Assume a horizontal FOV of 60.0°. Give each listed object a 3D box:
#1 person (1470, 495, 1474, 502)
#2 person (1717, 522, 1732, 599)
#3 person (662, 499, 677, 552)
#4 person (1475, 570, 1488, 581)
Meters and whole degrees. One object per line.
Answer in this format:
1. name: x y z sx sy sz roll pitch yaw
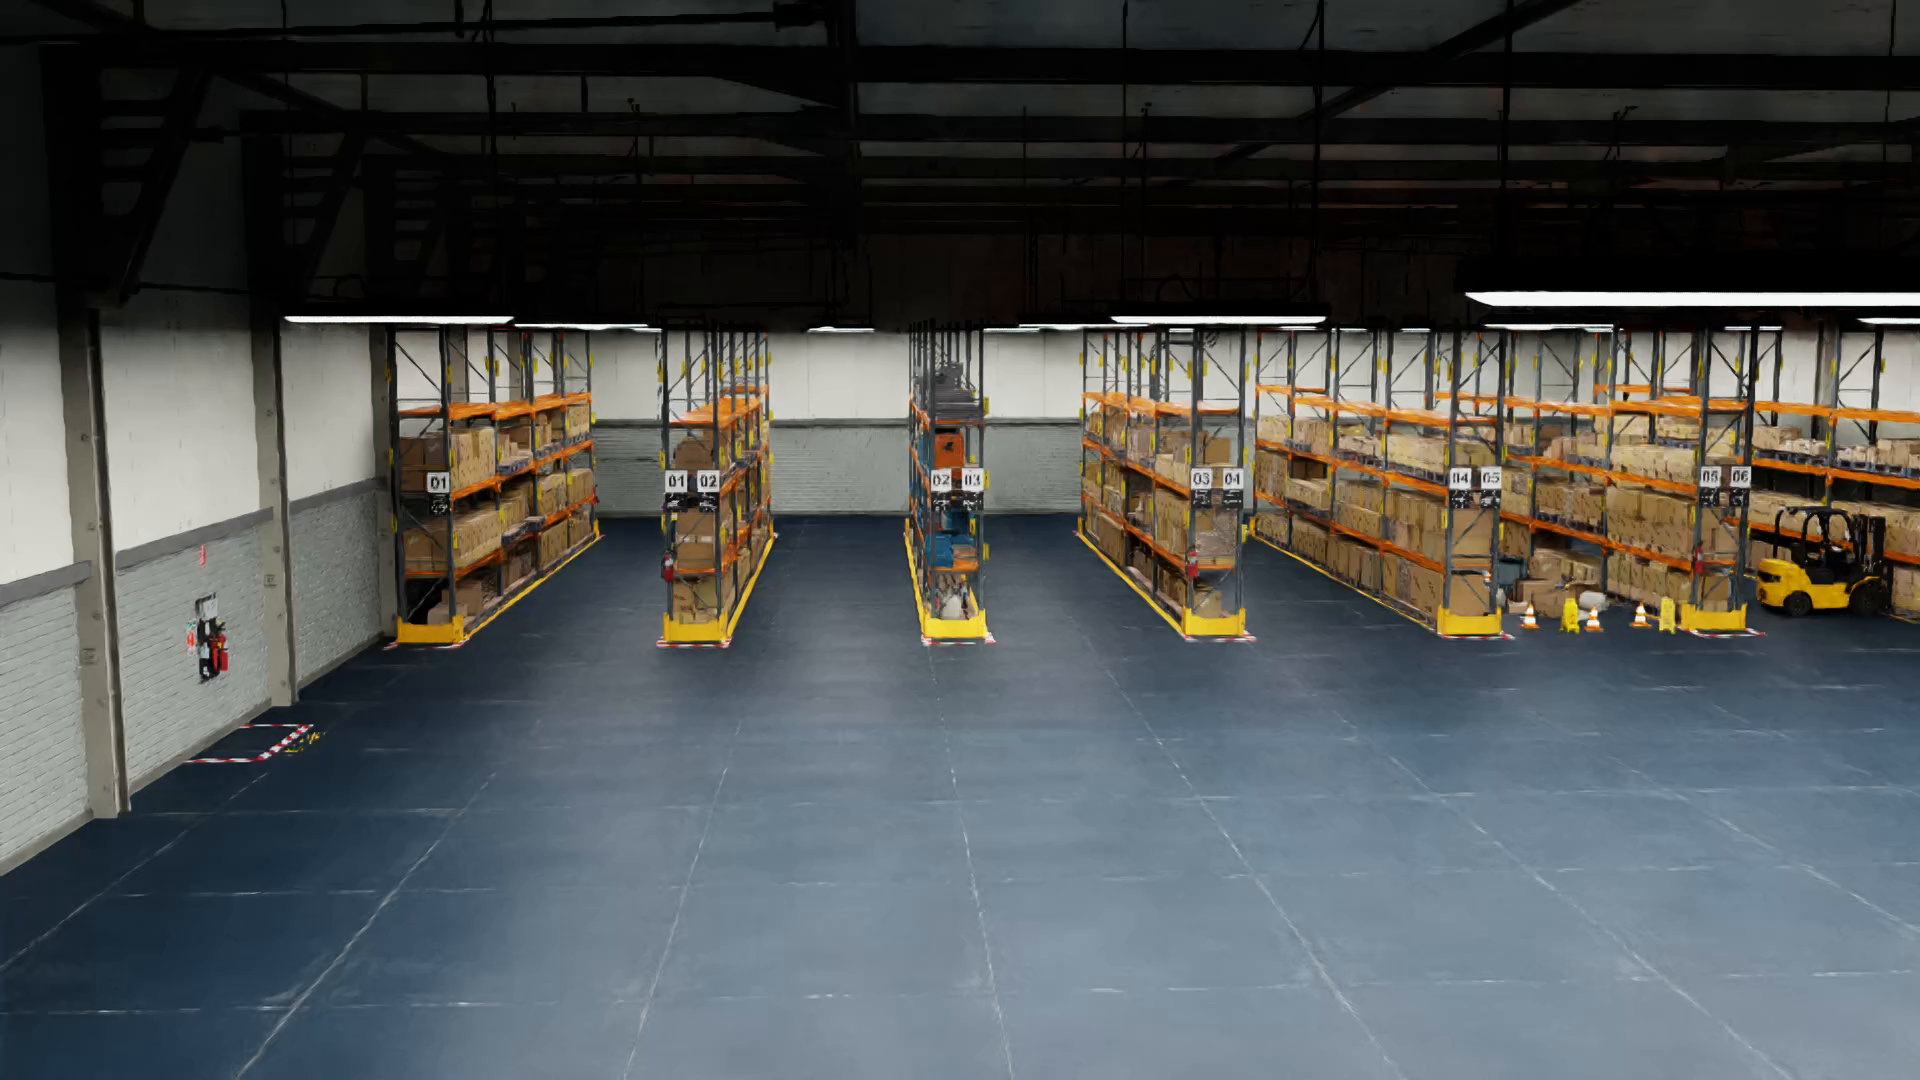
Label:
1. person: 12.818 -0.304 41.984 0.586 1.665 0.581 2 7 17
2. person: 16.494 0.434 36.054 0.544 1.667 0.572 4 8 28
3. person: -7.594 -0.565 44.057 0.577 1.691 1.121 0 7 -1
4. person: 11.876 0.134 38.141 0.583 1.745 0.656 4 8 26
